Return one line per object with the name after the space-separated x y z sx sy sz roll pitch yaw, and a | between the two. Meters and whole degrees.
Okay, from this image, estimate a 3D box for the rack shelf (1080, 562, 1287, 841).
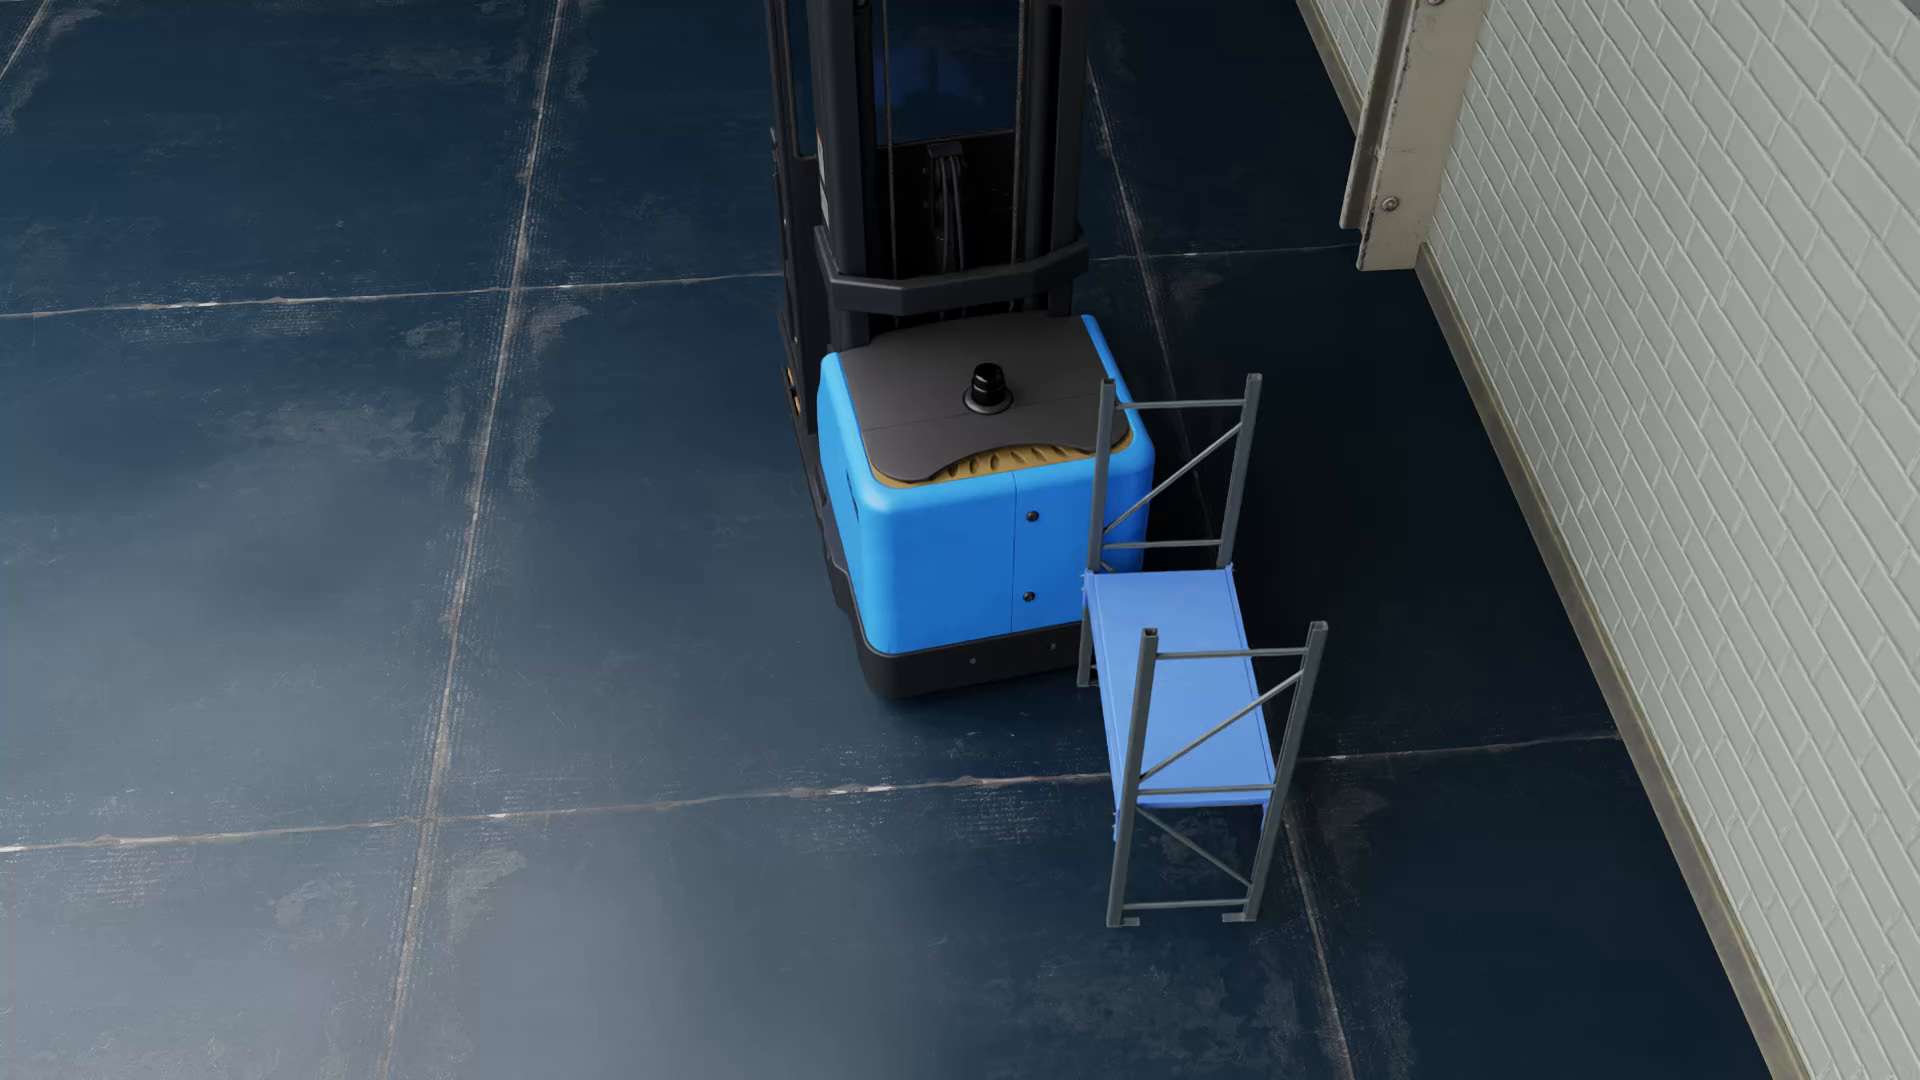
0.714 0.509 5.482 0.538 0.185 1.000 -2 47 -2 | rack shelf

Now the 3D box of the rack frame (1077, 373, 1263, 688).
0.689 0.017 5.701 0.500 1.500 0.032 -2 47 -2 | rack frame

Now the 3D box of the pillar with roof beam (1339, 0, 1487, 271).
-2.242 -4.275 4.601 9.100 9.000 0.400 -3 47 -3 | pillar with roof beam

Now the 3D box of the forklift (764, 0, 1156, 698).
-0.162 -1.519 6.170 1.130 2.935 3.031 -10 47 -9 | forklift

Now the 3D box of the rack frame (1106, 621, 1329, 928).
0.738 0.754 5.003 0.500 1.500 0.032 -2 47 -2 | rack frame

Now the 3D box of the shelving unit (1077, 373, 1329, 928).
0.714 0.386 5.352 0.538 1.500 1.048 -2 47 -2 | shelving unit
